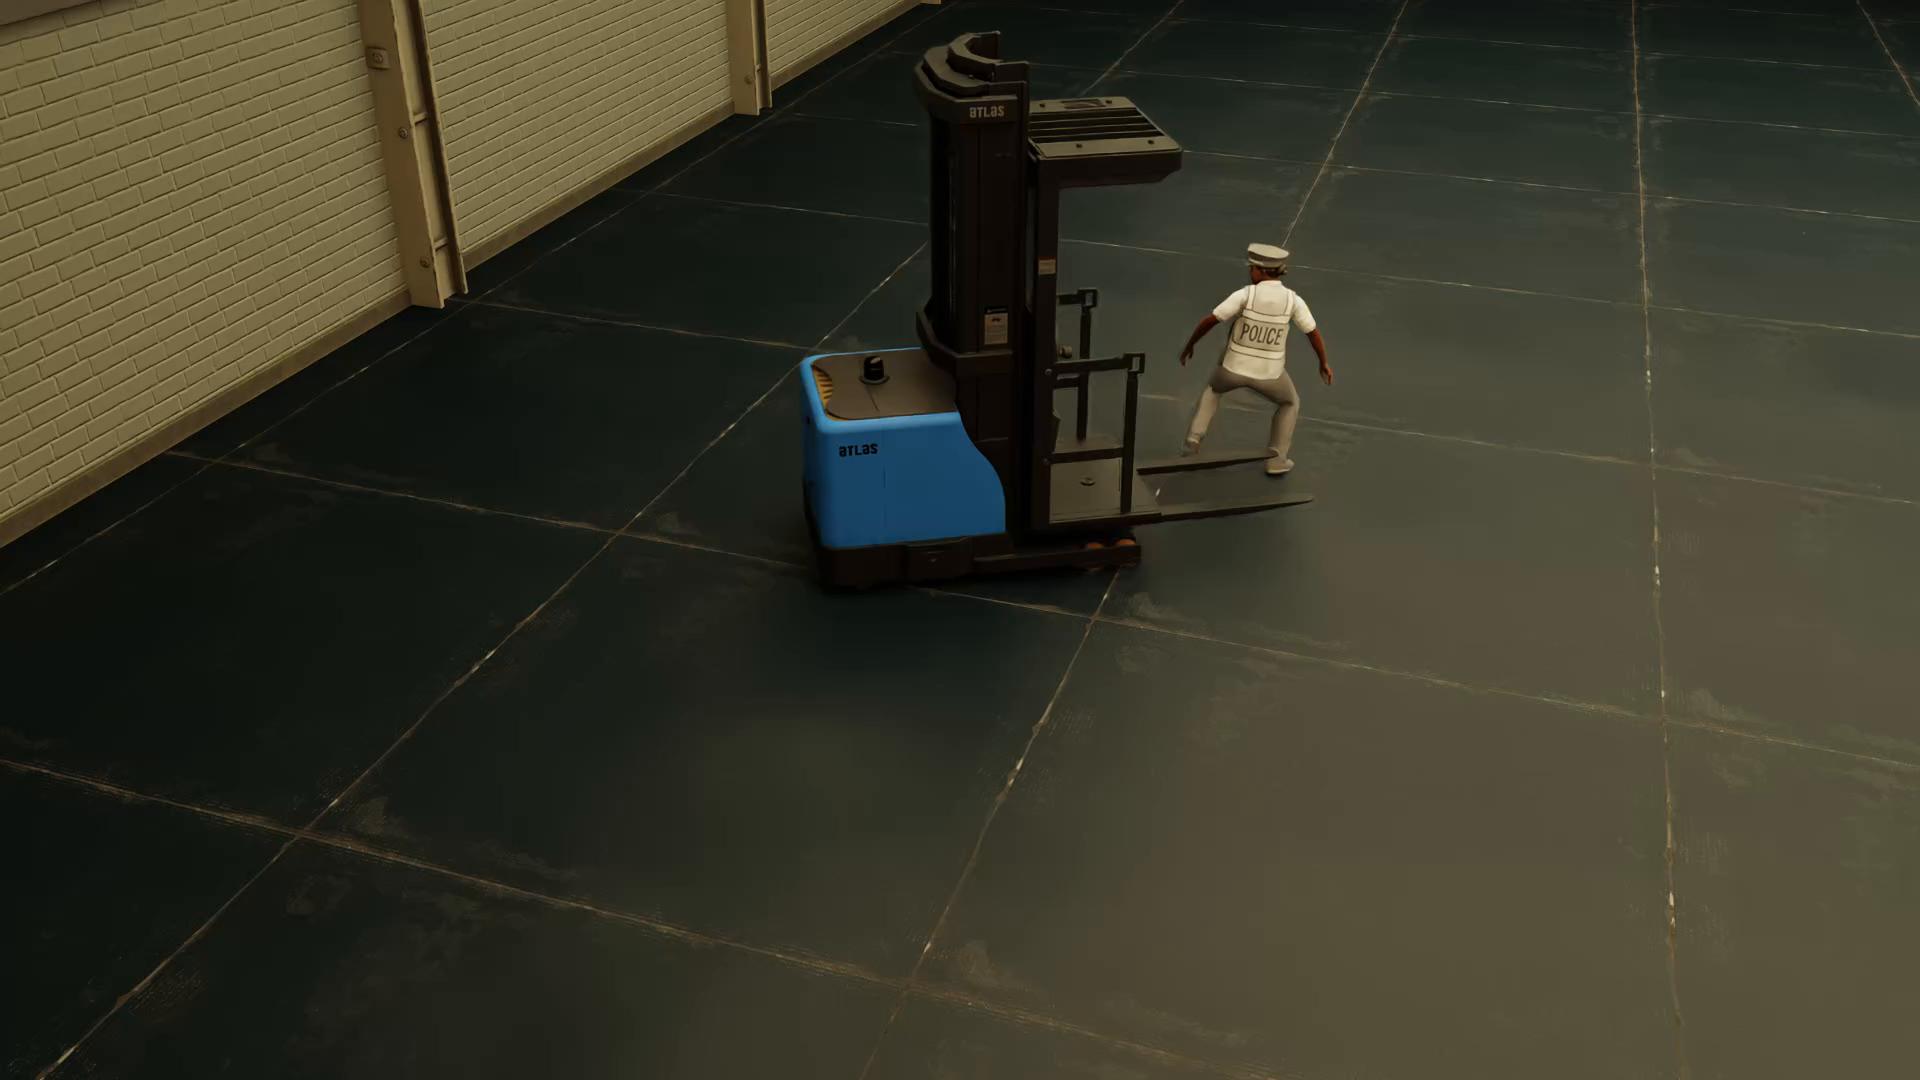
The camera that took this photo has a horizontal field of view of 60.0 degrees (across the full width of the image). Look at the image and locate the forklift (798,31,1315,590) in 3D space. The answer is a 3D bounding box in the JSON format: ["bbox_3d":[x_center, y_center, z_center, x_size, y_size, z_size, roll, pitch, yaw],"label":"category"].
[{"bbox_3d":[0.603,-1.341,9.489,3.031,2.935,1.130,-6,30,-10],"label":"forklift"}]

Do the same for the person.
[{"bbox_3d":[1.896,-1.122,10.558,0.934,1.542,0.489,7,30,12],"label":"person"}]
